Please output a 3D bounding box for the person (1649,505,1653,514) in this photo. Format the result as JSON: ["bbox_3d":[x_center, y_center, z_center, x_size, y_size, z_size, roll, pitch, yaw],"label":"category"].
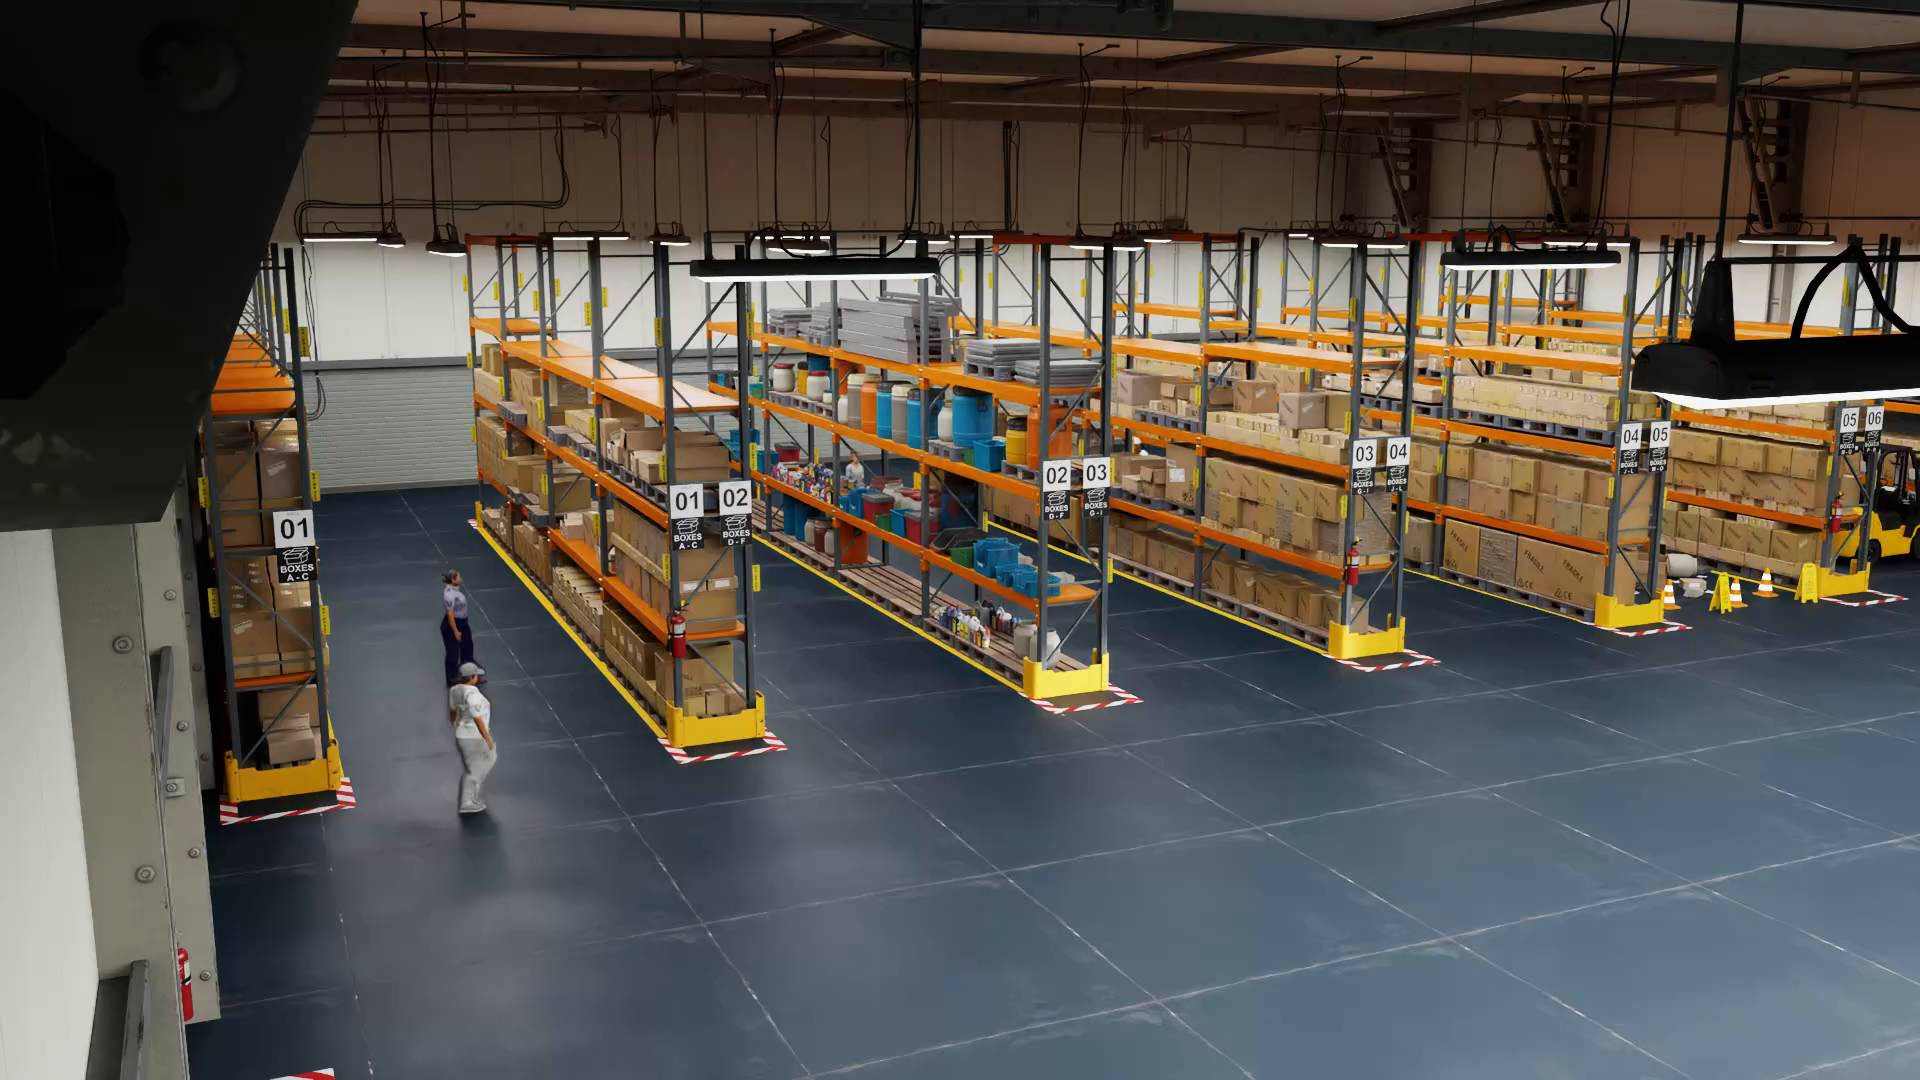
[{"bbox_3d":[14.691,-1.343,35.438,0.419,1.770,0.598,1,11,4],"label":"person"}]

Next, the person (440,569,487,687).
[{"bbox_3d":[-6.799,1.197,22.661,0.496,1.656,0.566,1,11,7],"label":"person"}]

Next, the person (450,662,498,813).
[{"bbox_3d":[-5.197,2.119,17.830,0.471,1.676,0.508,-4,12,-21],"label":"person"}]

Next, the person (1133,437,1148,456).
[{"bbox_3d":[3.754,-1.331,35.450,0.664,1.730,0.986,-4,12,-19],"label":"person"}]

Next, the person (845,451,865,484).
[{"bbox_3d":[-2.146,-1.032,34.195,0.996,1.627,0.510,11,15,43],"label":"person"}]
